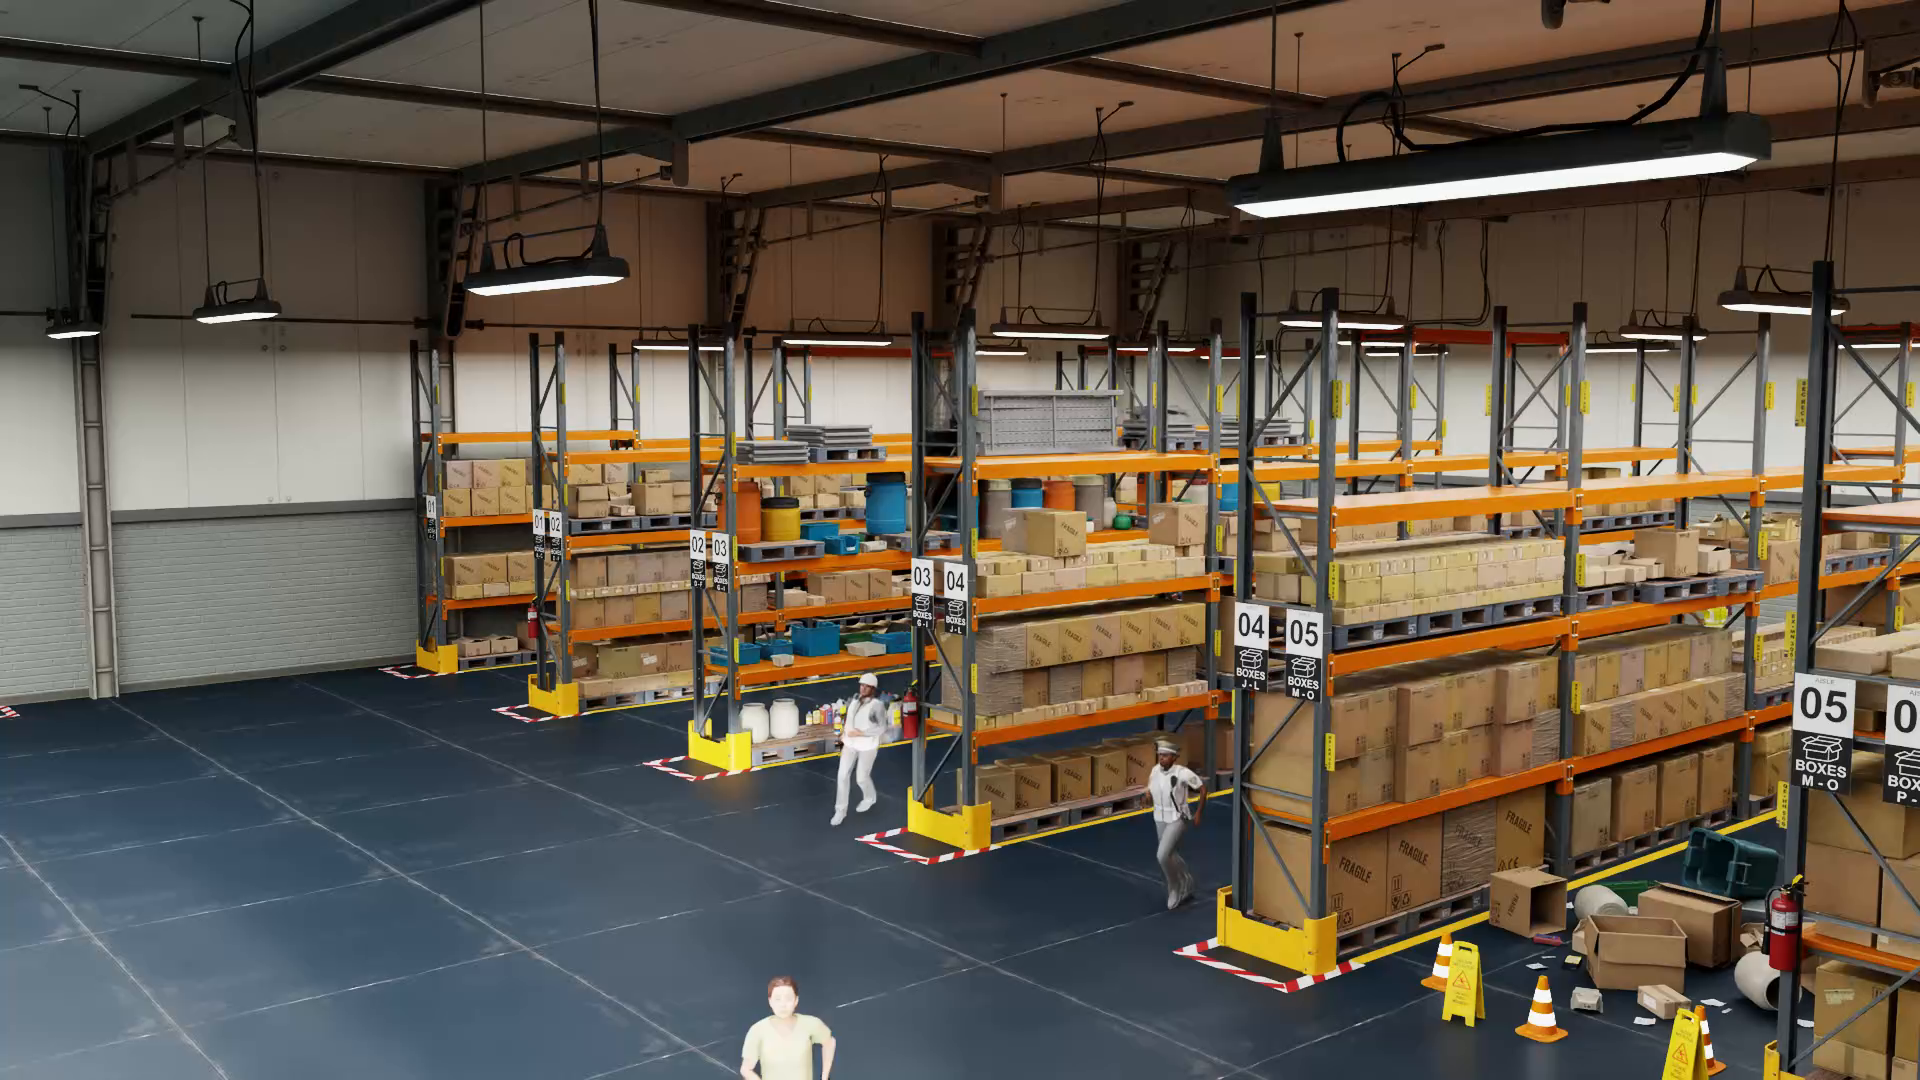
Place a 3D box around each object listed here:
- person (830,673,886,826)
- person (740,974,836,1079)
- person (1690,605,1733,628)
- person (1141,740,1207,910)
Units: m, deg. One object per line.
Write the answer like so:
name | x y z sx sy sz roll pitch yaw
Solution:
person | -1.133 2.460 19.748 0.645 1.789 0.812 3 6 28
person | -1.031 3.418 9.942 0.558 1.634 0.606 0 5 -1
person | 13.196 1.578 29.101 0.711 1.798 0.915 -1 5 -14
person | 2.105 2.806 16.561 0.740 1.682 0.588 -5 7 -43
